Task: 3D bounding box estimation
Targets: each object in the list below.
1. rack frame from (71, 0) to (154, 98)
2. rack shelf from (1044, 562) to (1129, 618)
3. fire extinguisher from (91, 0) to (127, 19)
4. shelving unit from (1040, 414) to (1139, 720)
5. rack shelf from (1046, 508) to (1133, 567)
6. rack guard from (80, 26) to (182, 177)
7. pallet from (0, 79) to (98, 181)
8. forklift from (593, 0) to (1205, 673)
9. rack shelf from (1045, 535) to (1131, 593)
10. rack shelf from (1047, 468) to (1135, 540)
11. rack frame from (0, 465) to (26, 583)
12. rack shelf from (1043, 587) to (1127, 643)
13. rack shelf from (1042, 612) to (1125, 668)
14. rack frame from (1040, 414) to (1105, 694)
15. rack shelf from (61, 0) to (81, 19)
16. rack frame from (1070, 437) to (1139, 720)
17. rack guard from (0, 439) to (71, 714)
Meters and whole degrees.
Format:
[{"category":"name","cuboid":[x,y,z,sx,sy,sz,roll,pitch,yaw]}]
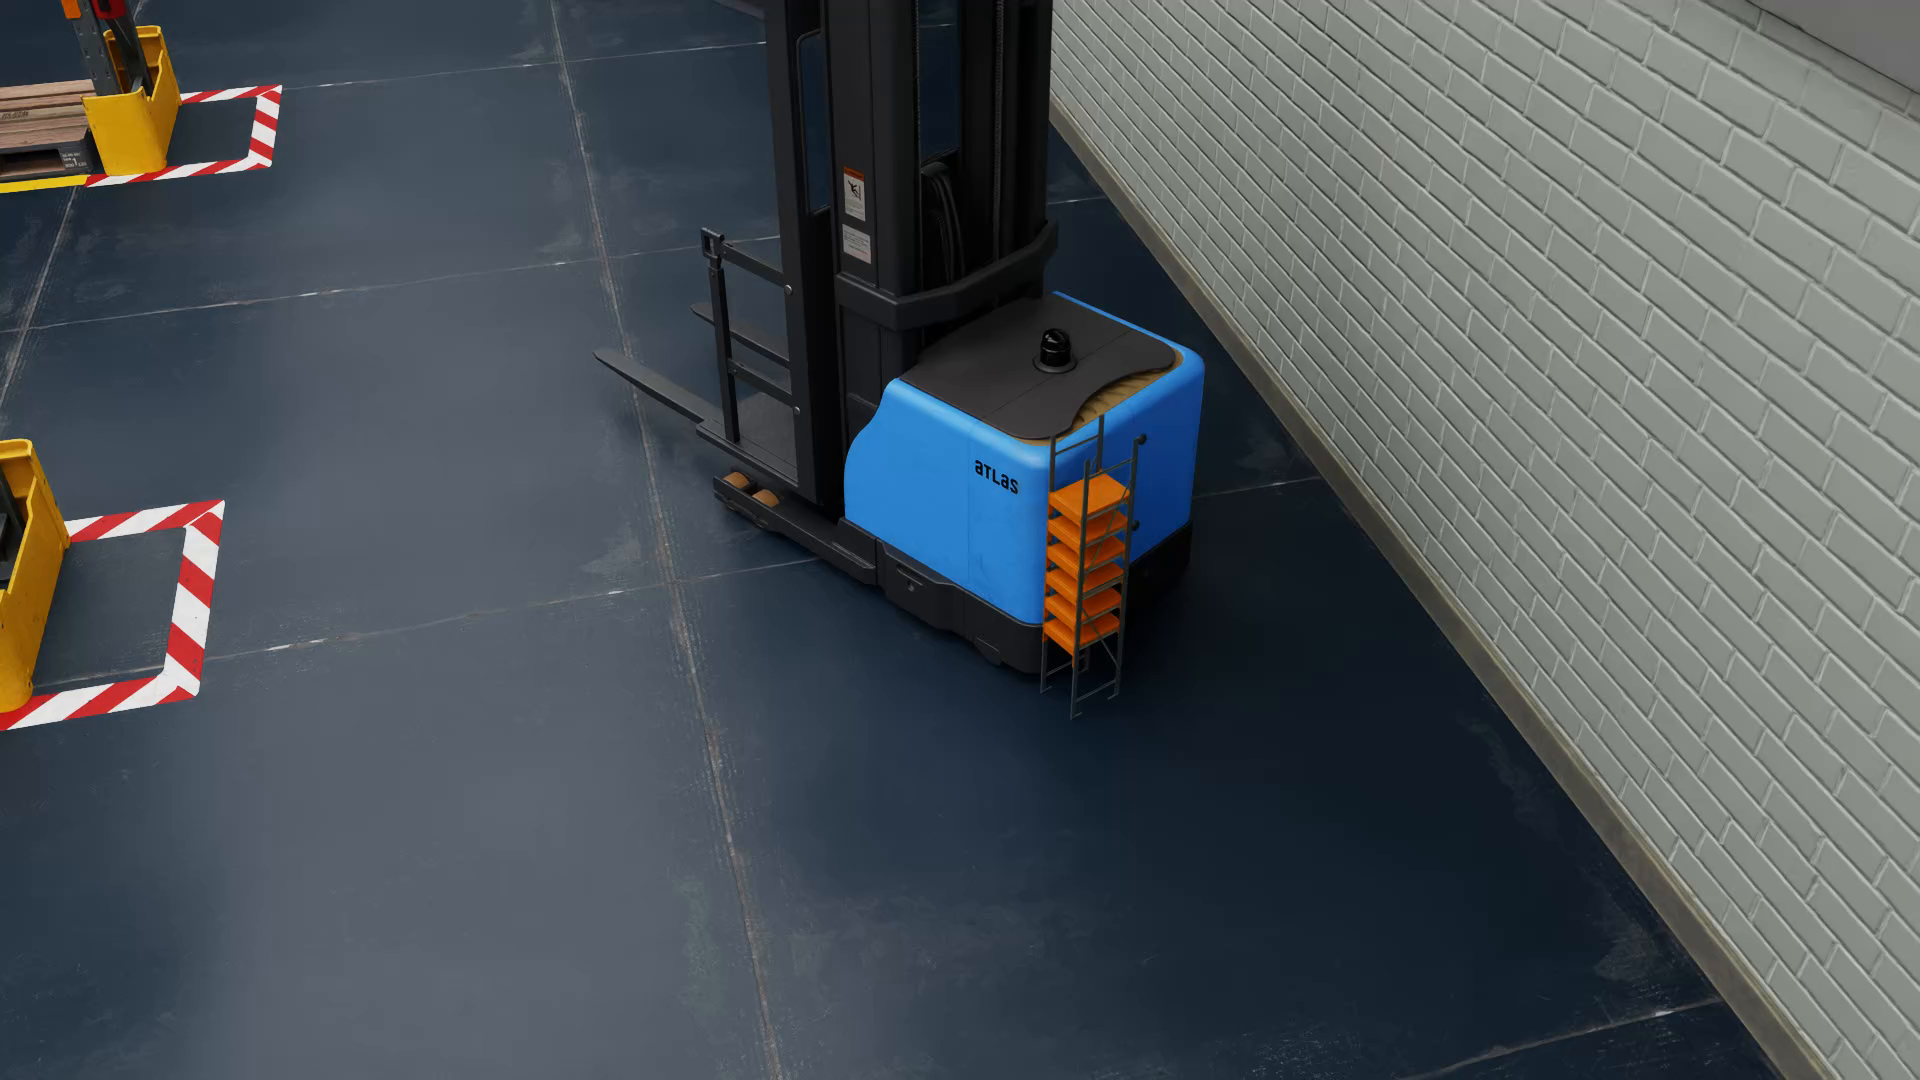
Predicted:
[{"category":"rack frame","cuboid":[-5.221,-3.759,9.695,0.127,3.000,1.000,-9,38,-12]},{"category":"rack shelf","cuboid":[0.466,0.156,6.131,0.258,0.103,0.180,-24,44,-28]},{"category":"fire extinguisher","cuboid":[-4.957,-3.338,9.515,0.183,0.674,0.296,-9,38,-12]},{"category":"shelving unit","cuboid":[0.466,0.121,6.104,0.258,1.200,0.189,-24,44,-28]},{"category":"rack shelf","cuboid":[0.466,-0.034,5.985,0.258,0.103,0.180,-24,44,-28]},{"category":"rack guard","cuboid":[-5.201,-2.778,10.470,0.348,0.500,1.175,-9,38,-12]},{"category":"pallet","cuboid":[-6.028,-2.544,10.402,1.213,0.211,1.003,-9,38,-12]},{"category":"forklift","cuboid":[-0.454,-1.423,6.697,3.031,2.935,1.130,30,46,33]},{"category":"rack shelf","cuboid":[0.466,0.061,6.058,0.258,0.103,0.180,-24,44,-28]},{"category":"rack shelf","cuboid":[0.466,-0.130,5.913,0.258,0.103,0.180,-24,44,-28]},{"category":"rack frame","cuboid":[-3.930,-0.854,5.898,0.127,3.000,1.000,-9,38,-12]},{"category":"rack shelf","cuboid":[0.466,0.252,6.204,0.258,0.103,0.180,-24,44,-28]},{"category":"rack shelf","cuboid":[0.466,0.347,6.277,0.258,0.103,0.180,-24,44,-28]},{"category":"rack frame","cuboid":[0.411,0.076,6.163,0.240,1.200,0.006,-24,44,-28]},{"category":"rack shelf","cuboid":[-7.152,-3.157,9.500,4.000,0.370,1.077,-9,38,-12]},{"category":"rack frame","cuboid":[0.520,0.166,6.046,0.240,1.200,0.006,-24,44,-28]},{"category":"rack guard","cuboid":[-3.907,0.135,6.662,0.348,0.500,1.175,-9,38,-12]}]
